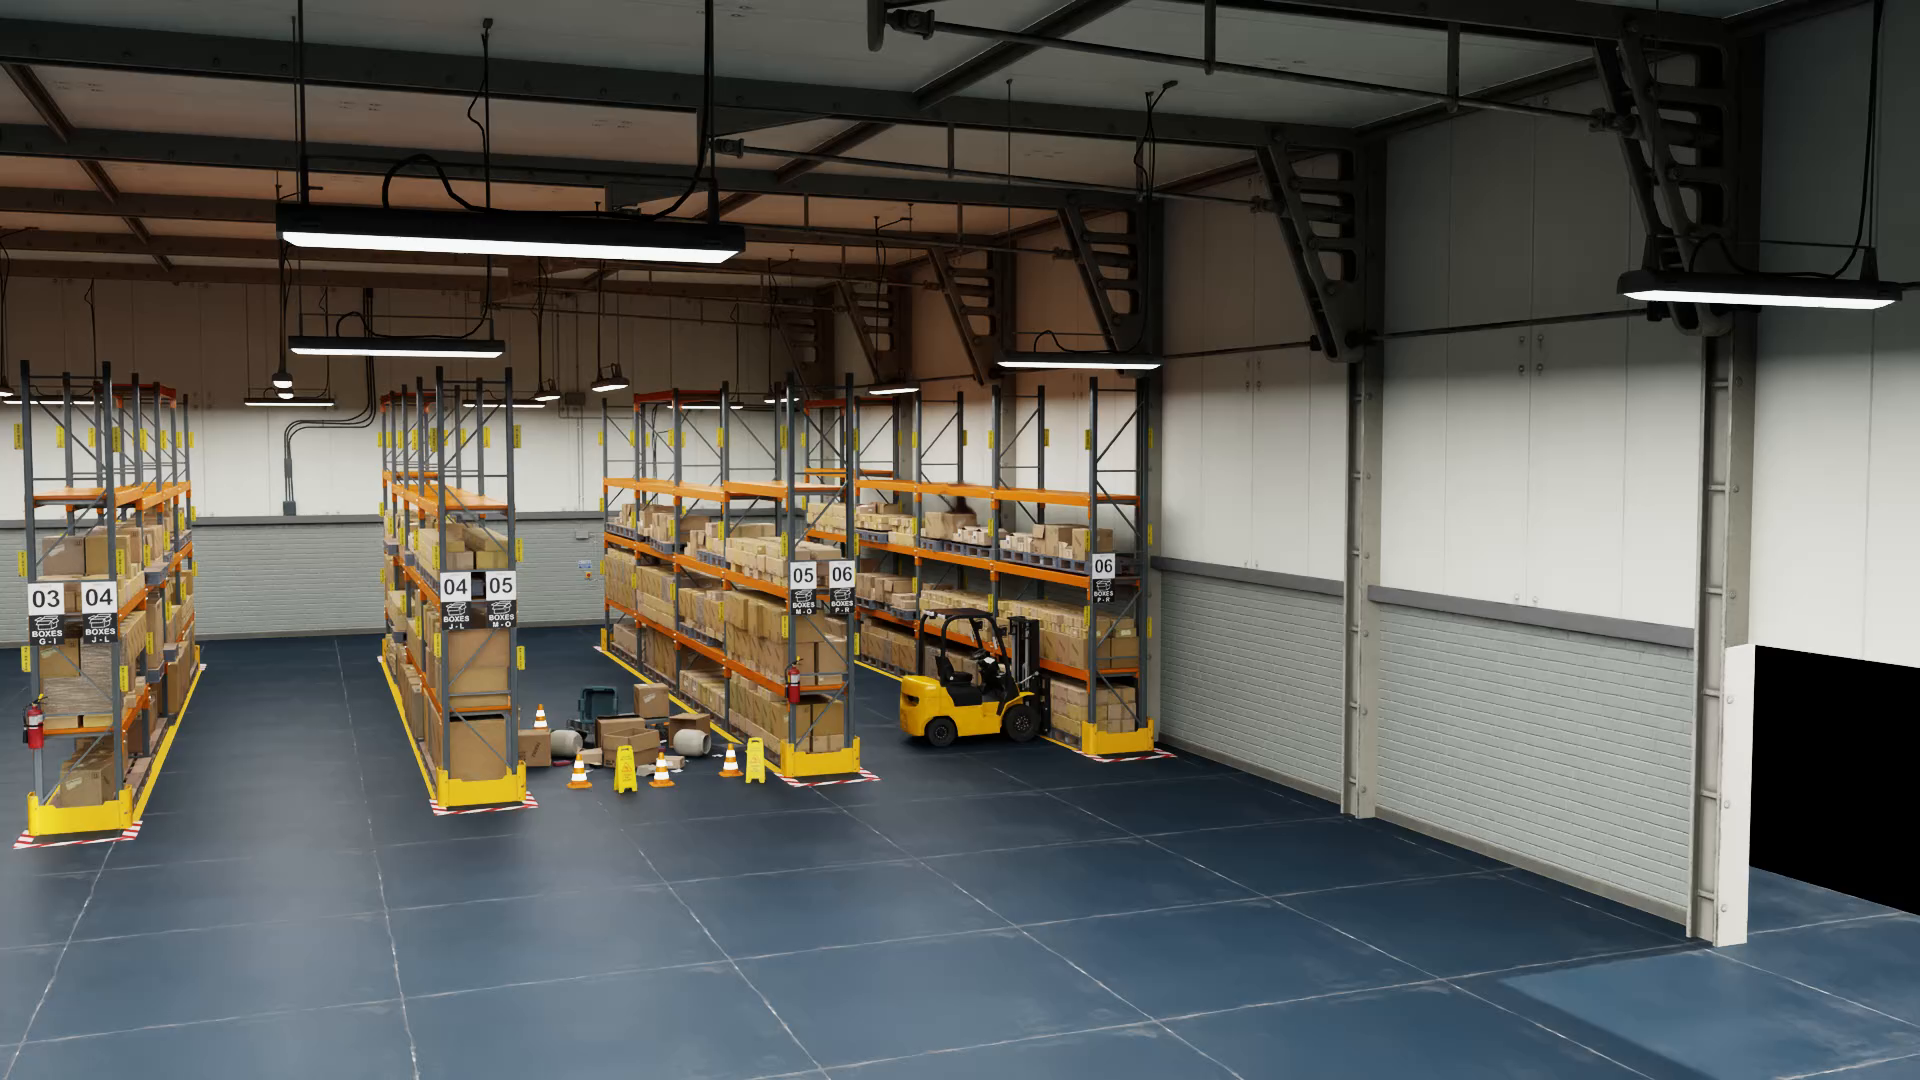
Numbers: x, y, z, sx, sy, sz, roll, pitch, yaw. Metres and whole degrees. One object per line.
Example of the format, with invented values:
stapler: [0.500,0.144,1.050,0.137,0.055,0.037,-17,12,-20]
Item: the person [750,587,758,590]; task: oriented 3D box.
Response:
person: [-5.118,1.633,41.927,0.540,1.672,0.743,1,4,13]
